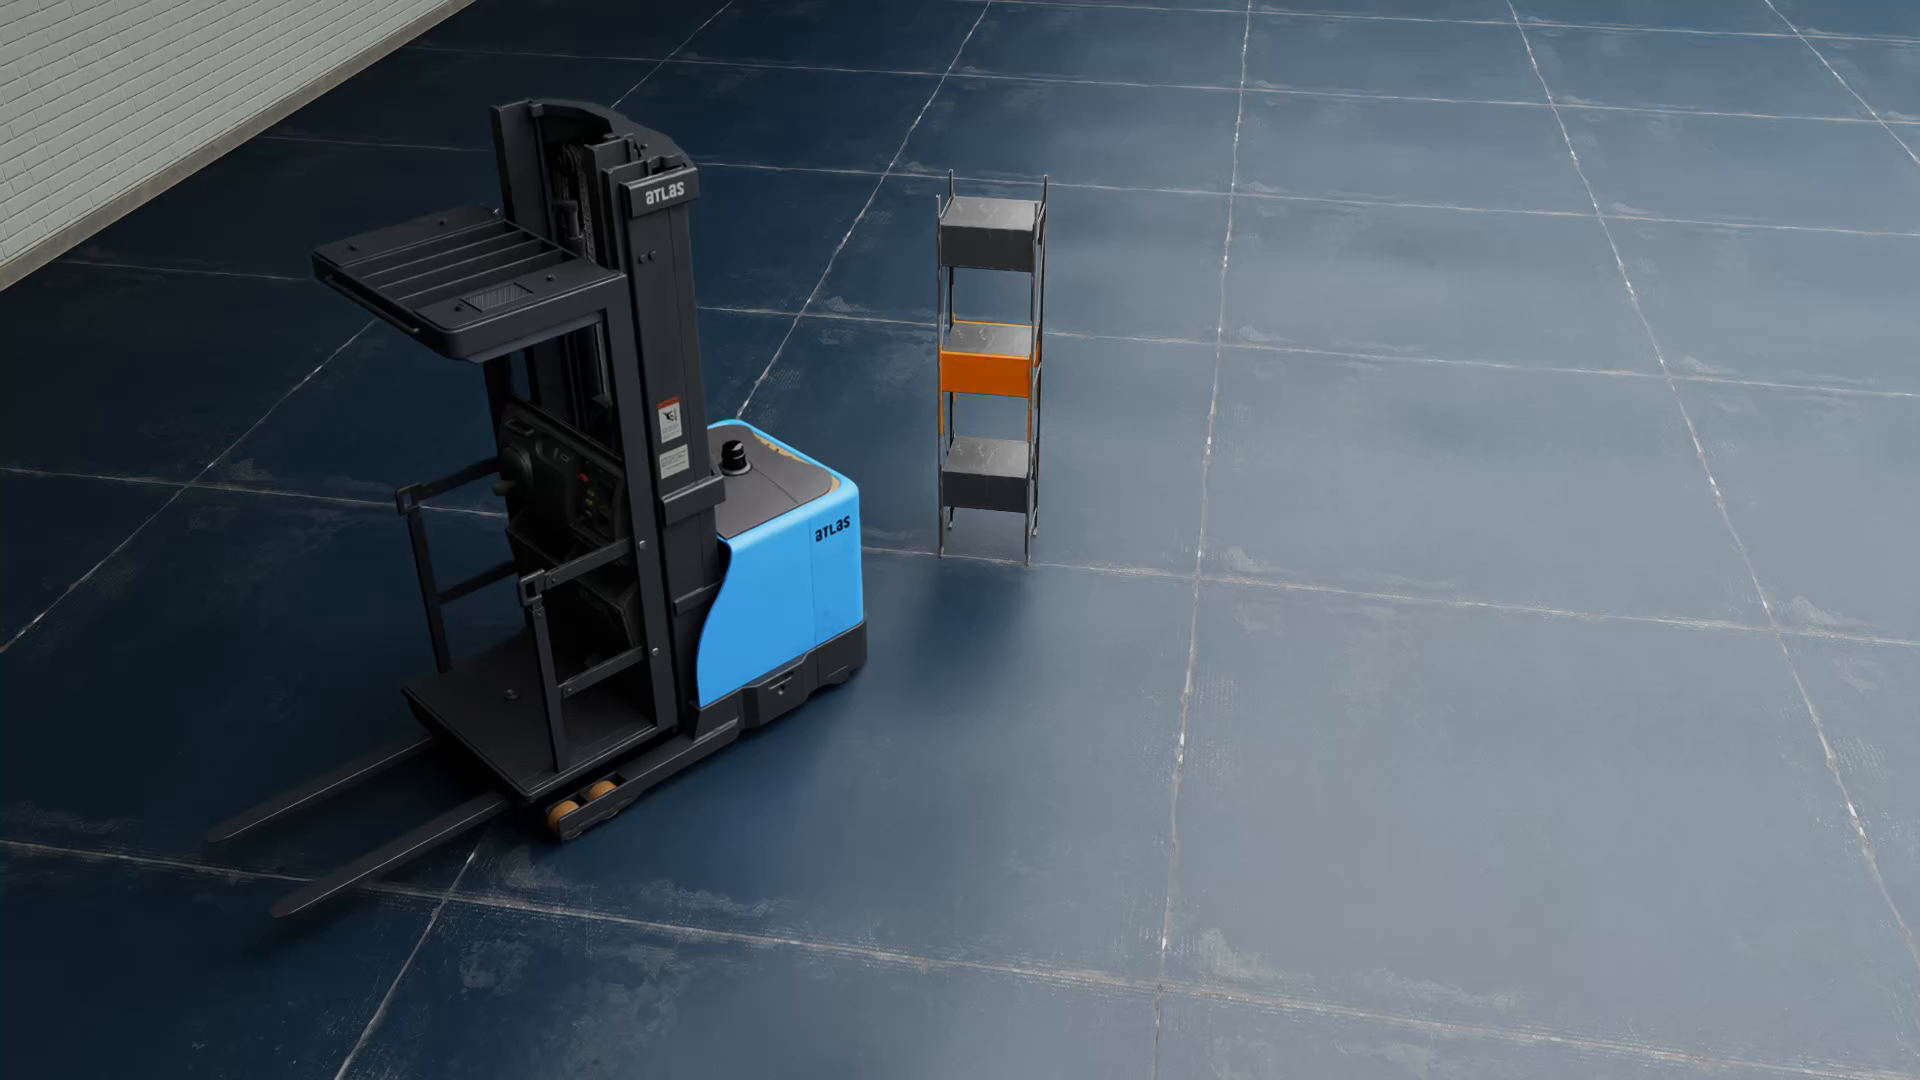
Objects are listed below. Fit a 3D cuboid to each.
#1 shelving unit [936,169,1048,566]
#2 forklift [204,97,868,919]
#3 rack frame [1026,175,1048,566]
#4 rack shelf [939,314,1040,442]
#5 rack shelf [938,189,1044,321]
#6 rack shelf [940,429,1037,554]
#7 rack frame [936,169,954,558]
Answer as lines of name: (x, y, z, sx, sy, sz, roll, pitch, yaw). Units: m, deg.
shelving unit: (0.163, -0.875, 8.843, 0.503, 2.100, 0.431, 5, 32, 8)
forklift: (-1.870, -0.236, 7.038, 3.031, 2.935, 1.130, -27, 41, -36)
rack frame: (0.404, -0.853, 8.808, 0.015, 2.100, 0.400, 5, 32, 8)
rack shelf: (0.163, -0.864, 8.850, 0.480, 0.518, 0.431, 5, 32, 8)
rack shelf: (0.163, -1.457, 8.479, 0.480, 0.518, 0.431, 5, 32, 8)
rack shelf: (0.163, -0.270, 9.222, 0.480, 0.518, 0.431, 5, 32, 8)
rack frame: (-0.077, -0.897, 8.878, 0.015, 2.100, 0.400, 5, 32, 8)
